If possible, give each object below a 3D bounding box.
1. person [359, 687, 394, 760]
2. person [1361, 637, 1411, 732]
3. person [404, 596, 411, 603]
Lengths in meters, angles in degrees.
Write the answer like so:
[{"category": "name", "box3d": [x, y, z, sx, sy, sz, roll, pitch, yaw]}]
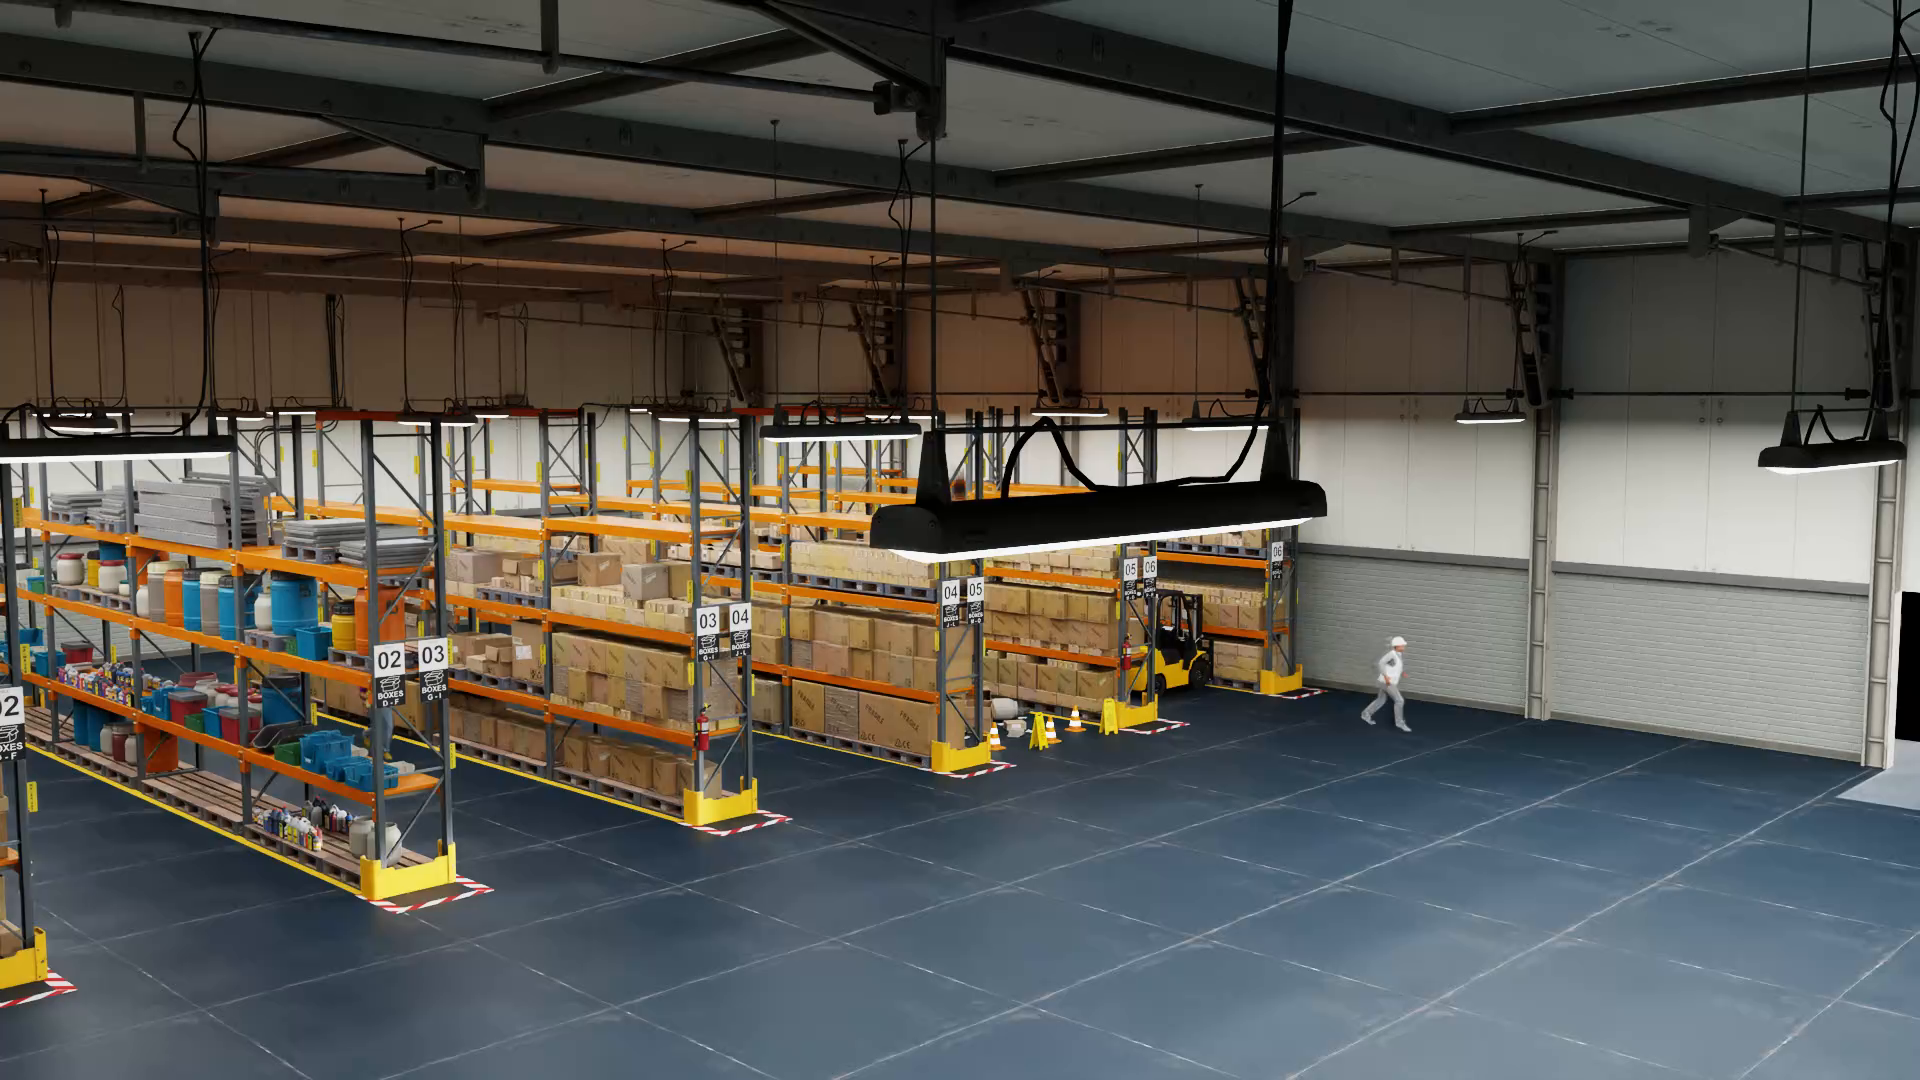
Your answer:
[{"category": "person", "box3d": [-10.125, 2.918, 28.955, 0.825, 1.762, 0.708, 5, 7, 42]}, {"category": "person", "box3d": [8.007, 2.690, 31.215, 0.951, 1.783, 0.658, 2, 6, 25]}, {"category": "person", "box3d": [-12.637, 2.131, 37.835, 0.742, 1.731, 0.938, -1, 5, -12]}]
